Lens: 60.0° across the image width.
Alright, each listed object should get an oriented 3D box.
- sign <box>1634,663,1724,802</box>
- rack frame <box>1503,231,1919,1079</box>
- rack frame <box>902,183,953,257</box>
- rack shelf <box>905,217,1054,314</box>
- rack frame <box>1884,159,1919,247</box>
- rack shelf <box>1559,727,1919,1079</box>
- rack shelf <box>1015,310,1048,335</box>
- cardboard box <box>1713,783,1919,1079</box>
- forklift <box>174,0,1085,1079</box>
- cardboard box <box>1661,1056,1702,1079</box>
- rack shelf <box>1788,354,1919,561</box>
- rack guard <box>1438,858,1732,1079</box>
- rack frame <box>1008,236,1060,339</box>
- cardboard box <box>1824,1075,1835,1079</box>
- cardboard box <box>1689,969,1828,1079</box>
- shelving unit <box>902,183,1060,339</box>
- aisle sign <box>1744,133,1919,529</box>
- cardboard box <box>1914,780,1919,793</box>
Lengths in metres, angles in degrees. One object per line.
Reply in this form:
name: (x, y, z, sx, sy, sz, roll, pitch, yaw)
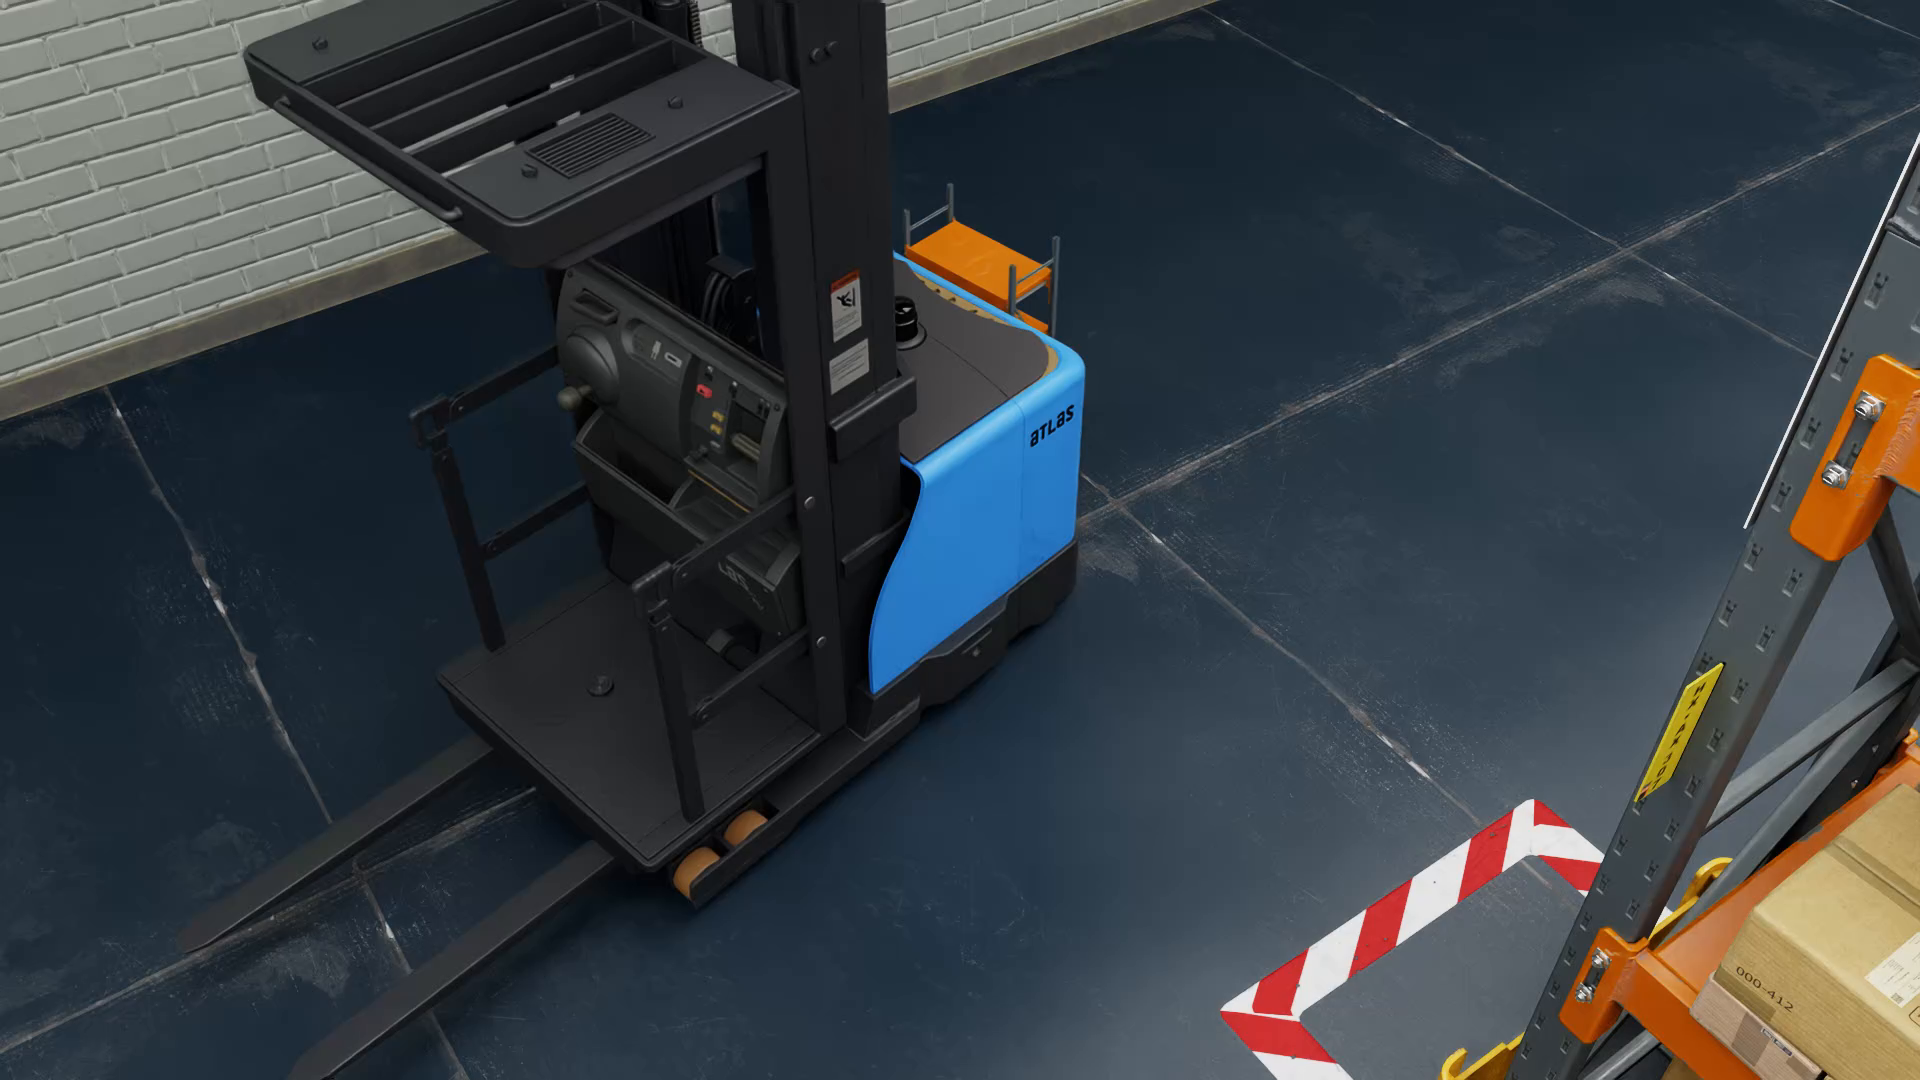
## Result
sign: (1.305, 0.354, 3.022, 0.100, 0.325, 0.005, -26, 49, -24)
rack frame: (1.763, 0.480, 3.575, 1.000, 3.000, 0.127, -26, 49, -24)
rack frame: (-0.111, -0.752, 6.169, 0.015, 1.200, 0.240, 33, 52, 29)
rack shelf: (0.069, -0.922, 5.778, 0.480, 0.148, 0.258, 33, 52, 29)
rack frame: (1.763, -1.690, 1.503, 1.000, 3.000, 0.127, -26, 49, -24)
rack shelf: (2.907, 1.873, 2.637, 1.077, 0.370, 4.000, -26, 49, -24)
rack shelf: (0.069, -0.751, 5.941, 0.480, 0.148, 0.258, 33, 52, 29)
cardboard box: (1.816, 0.805, 3.127, 0.500, 0.250, 0.500, -27, 50, -25)
forklift: (-0.958, -0.358, 4.502, 1.130, 2.935, 3.031, 33, 53, 30)
cardboard box: (2.195, 1.428, 3.817, 0.875, 0.875, 0.875, -26, 49, -24)
rack shelf: (2.907, 0.788, 1.601, 1.077, 0.370, 4.000, -26, 49, -24)
rack guard: (1.750, 1.371, 4.452, 1.175, 0.500, 0.348, -26, 49, -24)
rack frame: (0.248, -0.523, 5.929, 0.015, 1.200, 0.240, 33, 52, 29)
cardboard box: (1.844, 1.047, 3.163, 0.380, 0.149, 0.250, -26, 50, -25)
cardboard box: (1.696, 0.902, 3.314, 0.380, 0.149, 0.250, -25, 49, -24)
shelving unit: (0.069, -0.638, 6.049, 0.503, 1.200, 0.258, 33, 52, 29)
aisle sign: (1.476, -0.383, 2.596, 0.394, 0.787, 0.004, -26, 49, -24)
cardboard box: (2.258, 0.596, 3.346, 0.500, 0.250, 0.500, -26, 50, -25)
